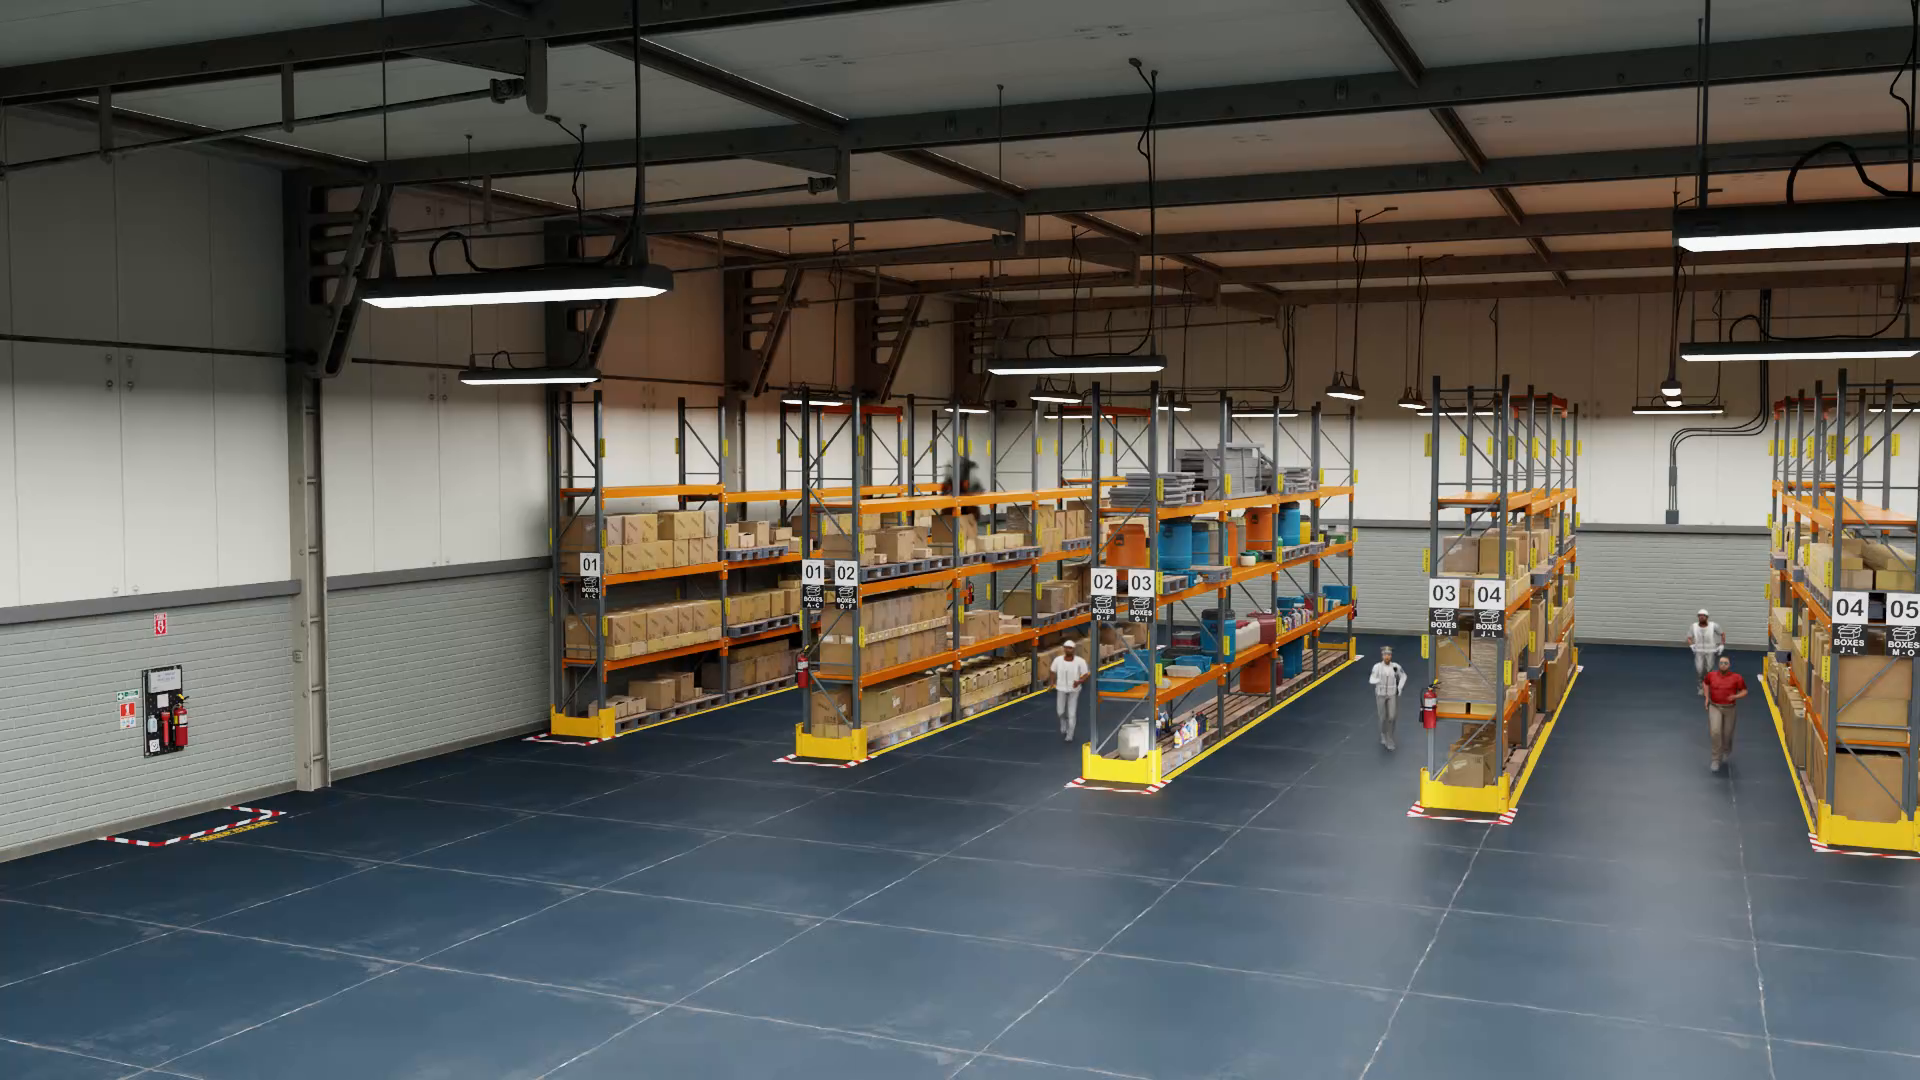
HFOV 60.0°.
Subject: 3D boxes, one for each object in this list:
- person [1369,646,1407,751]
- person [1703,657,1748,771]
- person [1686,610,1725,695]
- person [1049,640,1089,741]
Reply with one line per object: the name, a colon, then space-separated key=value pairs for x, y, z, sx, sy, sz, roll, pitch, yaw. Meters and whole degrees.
person: x=7.119 y=2.629 z=27.694 sx=0.592 sy=1.734 sz=0.672 roll=1 pitch=3 yaw=17
person: x=11.979 y=2.706 z=26.058 sx=0.650 sy=1.773 sz=0.832 roll=1 pitch=3 yaw=25
person: x=15.102 y=2.277 z=33.713 sx=0.713 sy=1.739 sz=0.665 roll=2 pitch=4 yaw=30
person: x=1.844 y=2.571 z=28.397 sx=0.698 sy=1.720 sz=0.576 roll=1 pitch=3 yaw=12
